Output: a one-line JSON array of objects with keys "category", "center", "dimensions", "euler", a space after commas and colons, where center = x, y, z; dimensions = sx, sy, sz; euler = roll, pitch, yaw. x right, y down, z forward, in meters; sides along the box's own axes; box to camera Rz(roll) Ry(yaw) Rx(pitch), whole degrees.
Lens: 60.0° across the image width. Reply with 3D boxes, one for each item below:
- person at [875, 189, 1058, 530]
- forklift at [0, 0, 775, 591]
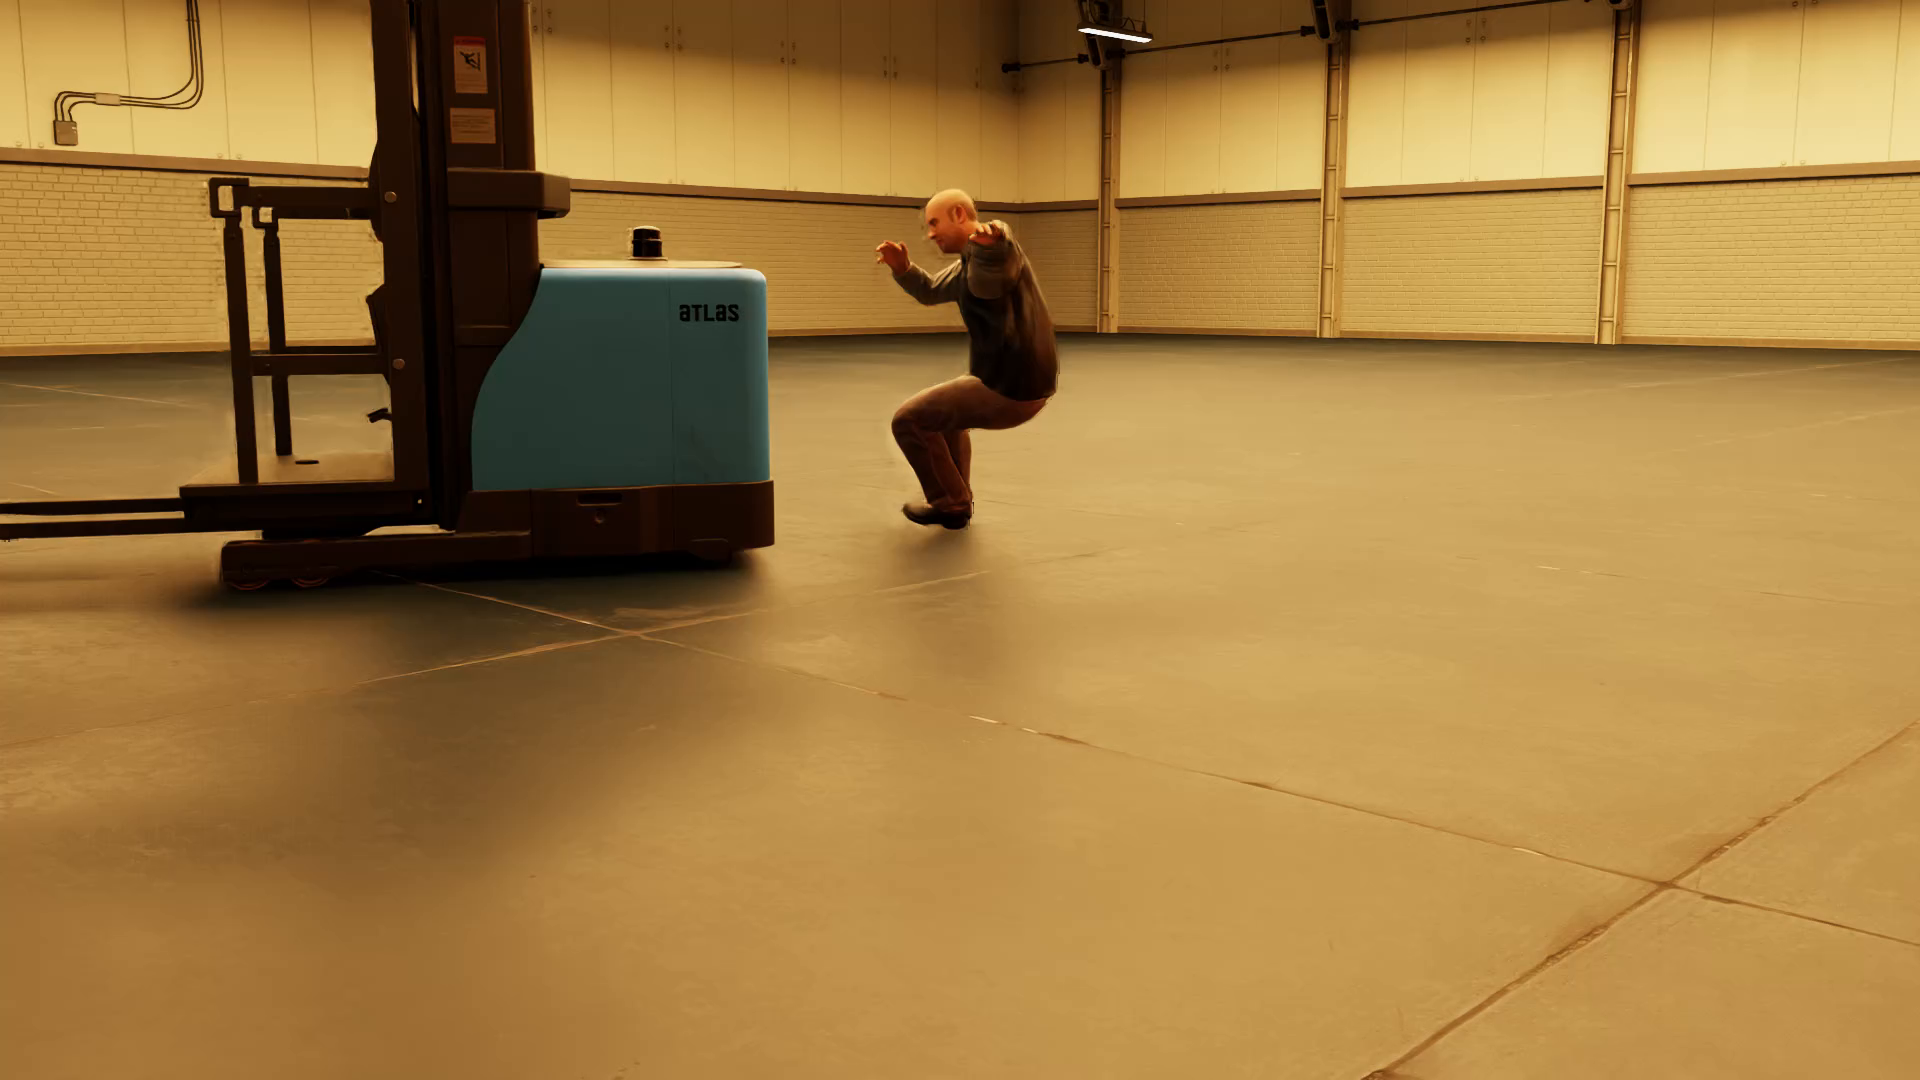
[{"category": "person", "center": [0.022, -0.666, 6.517], "dimensions": [0.712, 1.408, 1.467], "euler": [1, 9, 5]}, {"category": "forklift", "center": [-2.259, -1.367, 5.950], "dimensions": [3.031, 2.935, 1.130], "euler": [-2, 9, -15]}]
